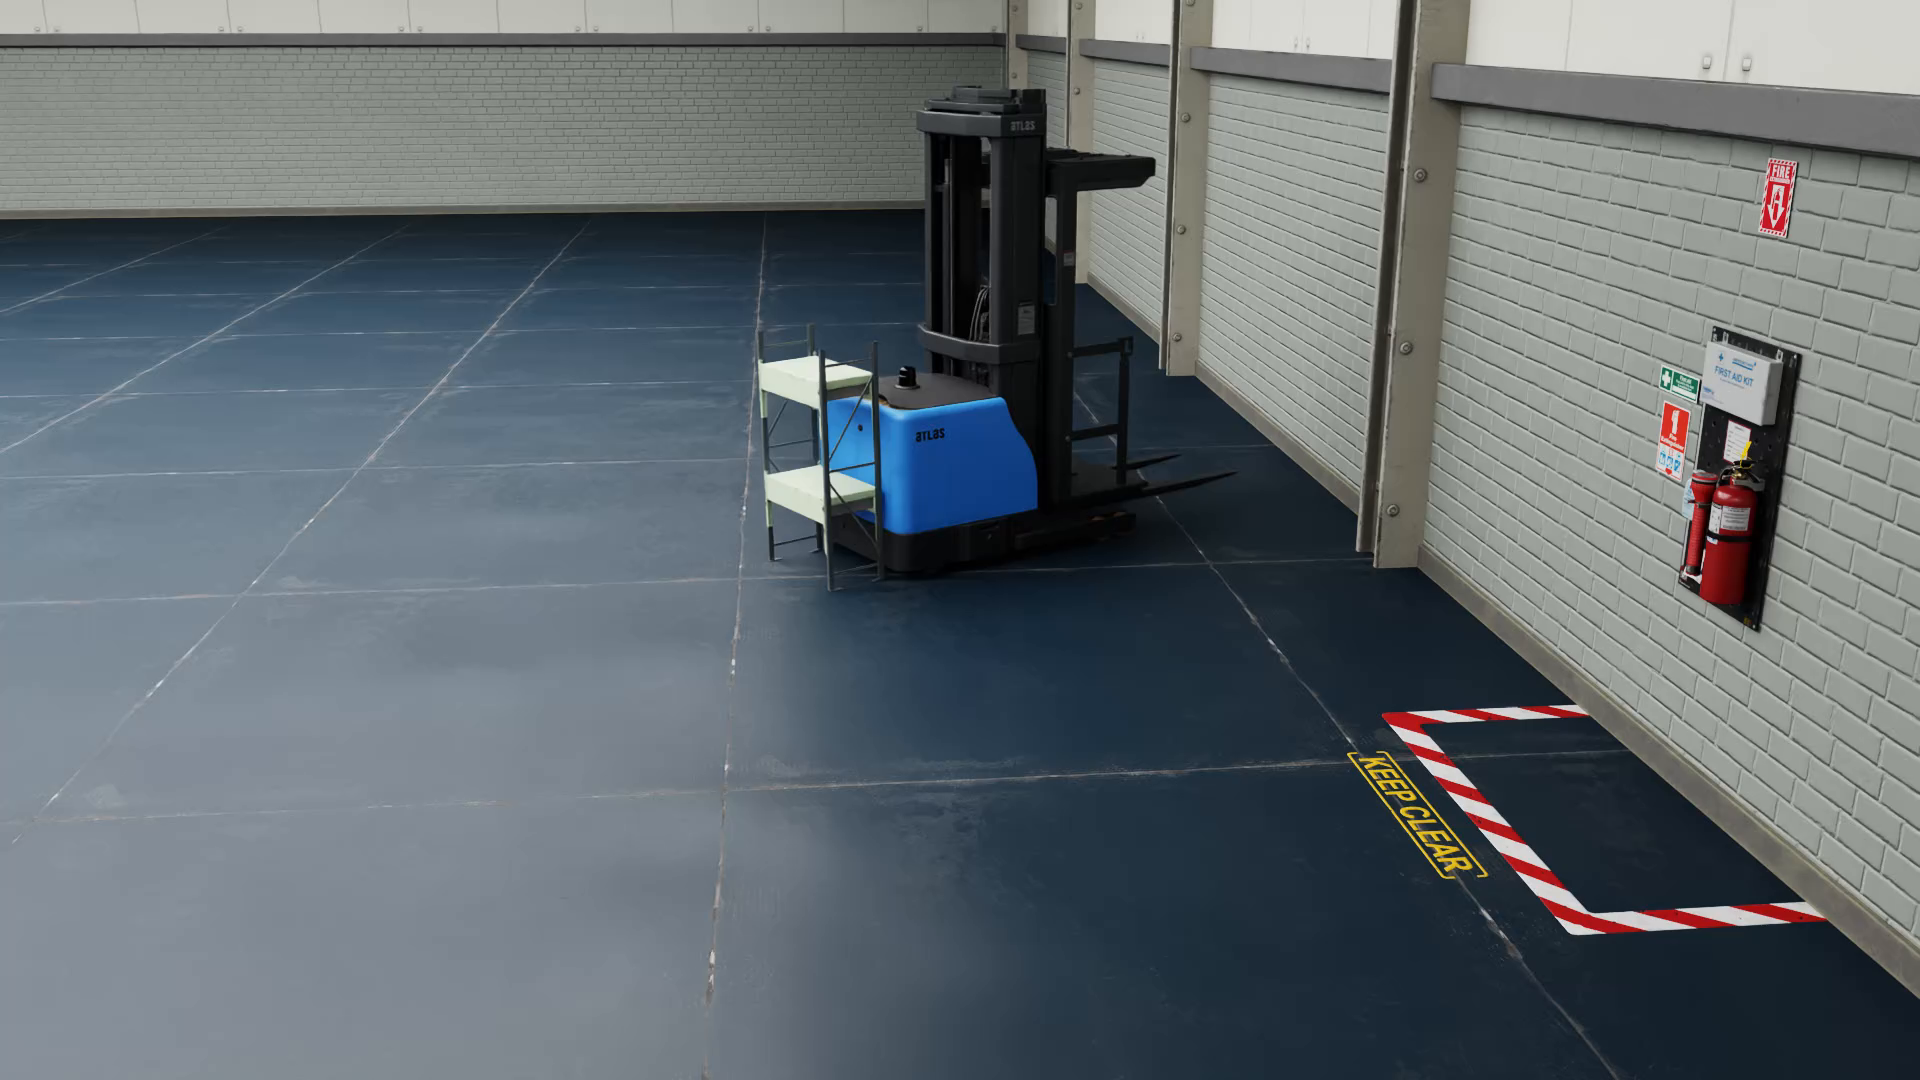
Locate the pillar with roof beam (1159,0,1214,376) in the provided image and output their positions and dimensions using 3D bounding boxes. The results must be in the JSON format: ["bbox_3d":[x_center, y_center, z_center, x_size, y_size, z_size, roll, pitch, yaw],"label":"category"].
[{"bbox_3d":[-2.116,-5.832,14.730,9.100,9.000,0.400,-2,18,-6],"label":"pillar with roof beam"}]

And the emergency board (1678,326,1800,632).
[{"bbox_3d":[3.187,-0.265,7.013,0.194,1.169,0.643,-2,18,-6],"label":"emergency board"}]

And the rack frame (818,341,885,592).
[{"bbox_3d":[-0.650,-0.434,10.042,0.400,1.500,0.023,-13,22,-34],"label":"rack frame"}]

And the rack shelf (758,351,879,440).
[{"bbox_3d":[-0.871,-0.894,10.204,0.431,0.370,0.720,-13,22,-34],"label":"rack shelf"}]

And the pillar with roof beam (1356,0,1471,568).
[{"bbox_3d":[-1.497,-4.044,9.036,9.100,9.000,0.400,-2,18,-6],"label":"pillar with roof beam"}]

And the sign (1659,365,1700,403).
[{"bbox_3d":[3.224,-0.701,7.458,0.001,0.109,0.331,-2,18,-6],"label":"sign"}]

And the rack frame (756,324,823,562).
[{"bbox_3d":[-1.080,-0.612,10.608,0.400,1.500,0.023,-13,22,-34],"label":"rack frame"}]

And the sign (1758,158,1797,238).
[{"bbox_3d":[3.285,-1.376,6.683,0.001,0.298,0.199,-2,18,-6],"label":"sign"}]

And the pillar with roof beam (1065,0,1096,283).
[{"bbox_3d":[-2.735,-7.620,20.424,9.100,9.000,0.400,-2,18,-6],"label":"pillar with roof beam"}]

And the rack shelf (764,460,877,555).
[{"bbox_3d":[-0.860,-0.213,10.426,0.431,0.370,0.720,-13,22,-34],"label":"rack shelf"}]

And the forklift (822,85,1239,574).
[{"bbox_3d":[0.583,-1.507,11.085,3.031,2.935,1.130,-12,21,-33],"label":"forklift"}]

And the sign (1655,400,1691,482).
[{"bbox_3d":[3.232,-0.450,7.543,0.001,0.329,0.234,-2,18,-6],"label":"sign"}]

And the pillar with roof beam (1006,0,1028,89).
[{"bbox_3d":[-3.354,-9.407,26.118,9.100,9.000,0.400,-2,18,-6],"label":"pillar with roof beam"}]

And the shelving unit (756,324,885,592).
[{"bbox_3d":[-0.865,-0.523,10.325,0.431,1.500,0.755,-13,22,-34],"label":"shelving unit"}]

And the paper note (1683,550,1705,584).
[{"bbox_3d":[3.237,0.101,7.320,0.016,0.148,0.142,-2,18,-6],"label":"paper note"}]
